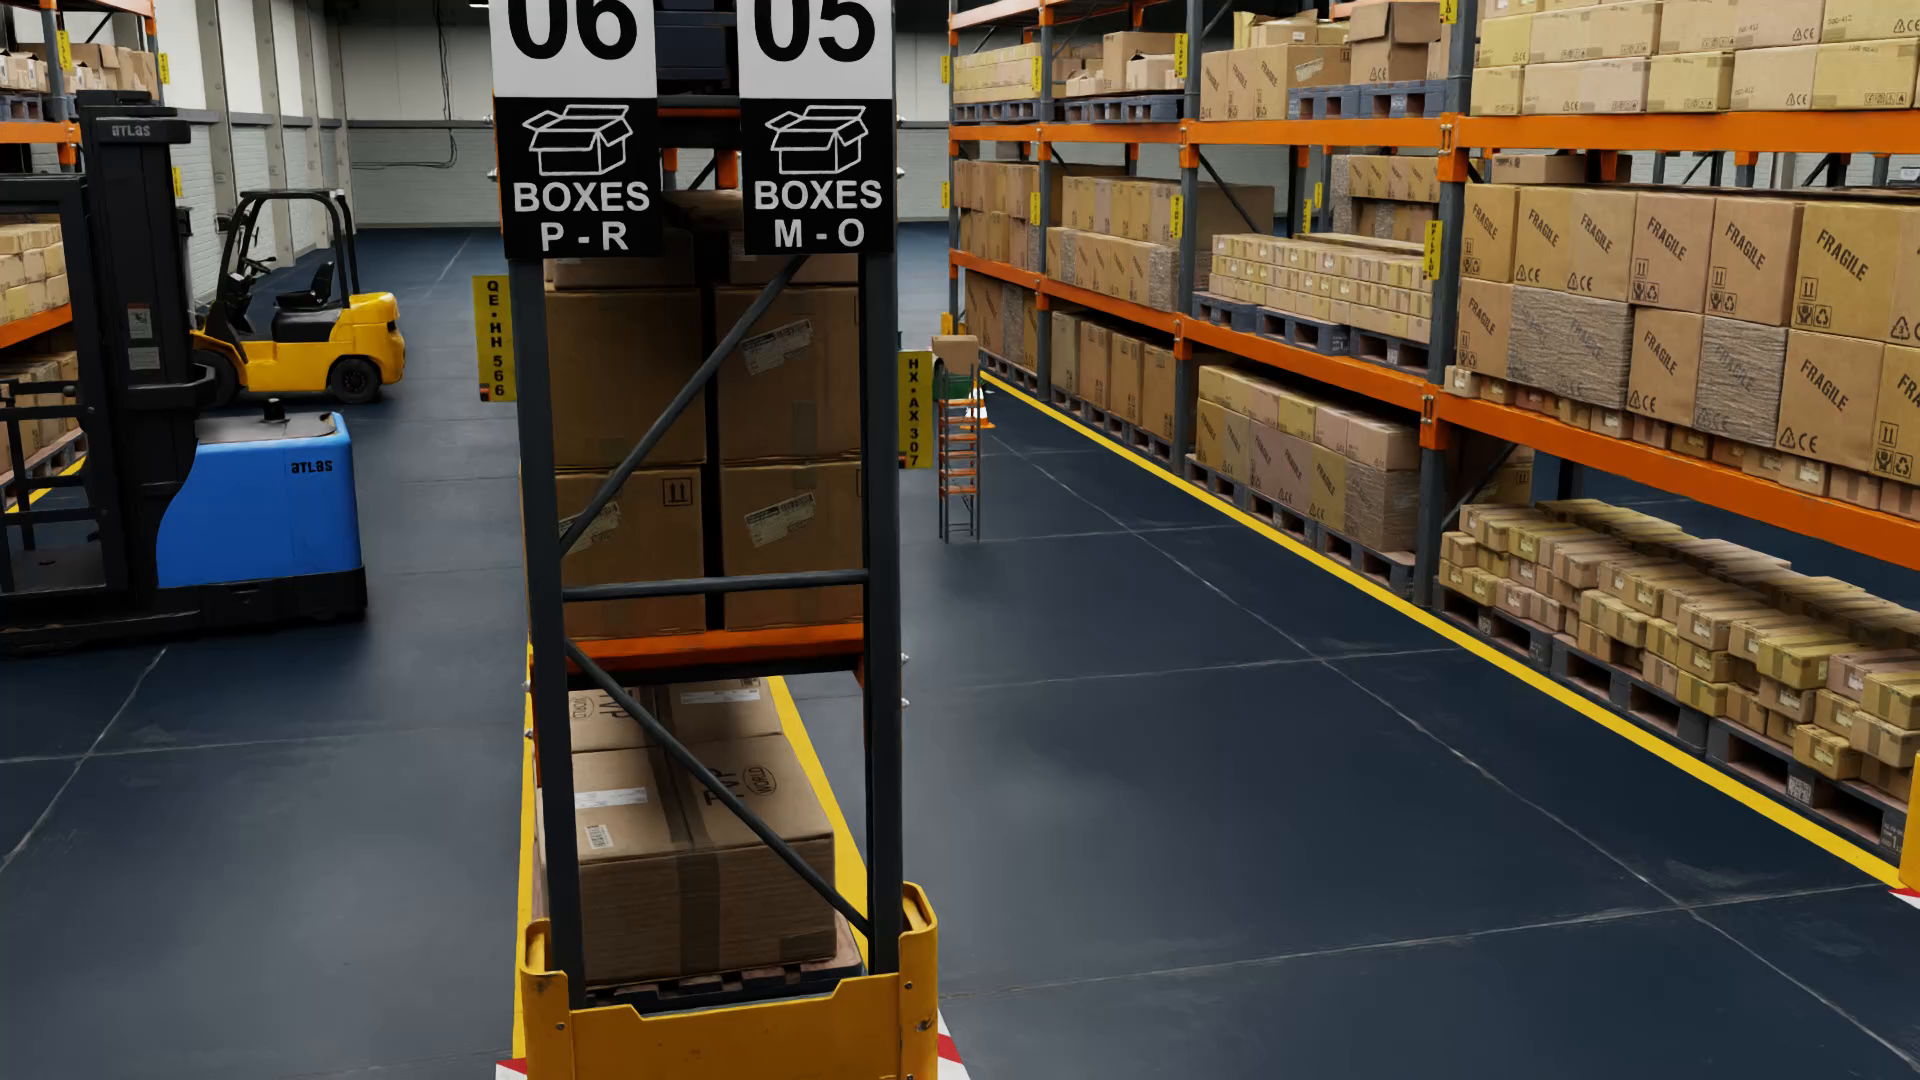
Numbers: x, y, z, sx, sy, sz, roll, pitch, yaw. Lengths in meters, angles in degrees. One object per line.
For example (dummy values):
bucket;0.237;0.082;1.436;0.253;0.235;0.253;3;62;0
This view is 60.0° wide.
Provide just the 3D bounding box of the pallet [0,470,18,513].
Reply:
pallet;-7.524;-0.274;12.106;1.003;0.211;1.213;-3;14;-13

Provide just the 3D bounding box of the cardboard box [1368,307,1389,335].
cardboard box;2.778;-1.371;10.363;0.380;0.149;0.250;-3;14;-13

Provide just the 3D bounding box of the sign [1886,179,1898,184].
sign;18.669;-7.190;33.346;0.001;0.109;0.331;-3;14;-13

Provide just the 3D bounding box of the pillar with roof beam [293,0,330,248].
pillar with roof beam;-11.412;-11.762;40.612;9.100;9.000;0.400;-3;14;-13

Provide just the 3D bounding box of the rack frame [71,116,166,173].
rack frame;-9.248;-3.282;18.542;1.000;3.000;0.127;-3;14;-13

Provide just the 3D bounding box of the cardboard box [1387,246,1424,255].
cardboard box;3.165;-1.939;11.433;0.380;0.149;0.250;-3;14;-11

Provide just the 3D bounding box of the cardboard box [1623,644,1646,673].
cardboard box;3.436;0.545;7.997;0.380;0.149;0.250;-3;14;-12

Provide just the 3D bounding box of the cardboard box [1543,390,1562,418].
cardboard box;3.235;-0.708;8.535;0.380;0.149;0.250;-4;14;-16

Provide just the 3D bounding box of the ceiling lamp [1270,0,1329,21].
ceiling lamp;9.699;-16.330;47.008;2.000;3.185;0.800;-3;14;-13

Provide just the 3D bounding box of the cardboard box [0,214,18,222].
cardboard box;-8.677;-2.925;14.874;0.380;0.149;0.250;-3;14;-13

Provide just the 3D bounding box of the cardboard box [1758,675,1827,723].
cardboard box;3.597;0.643;6.972;0.380;0.149;0.250;-4;14;-15

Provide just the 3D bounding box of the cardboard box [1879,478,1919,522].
cardboard box;3.748;-0.165;6.312;0.380;0.149;0.250;-3;14;-13

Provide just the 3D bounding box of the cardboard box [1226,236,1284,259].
cardboard box;2.229;-2.205;12.525;0.380;0.149;0.250;-4;14;-15

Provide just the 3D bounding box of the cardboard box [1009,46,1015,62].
cardboard box;0.732;-5.152;17.628;0.380;0.149;0.250;-3;14;-12

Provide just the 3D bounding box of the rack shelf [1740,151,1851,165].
rack shelf;7.558;-2.913;12.226;1.077;0.370;4.000;-3;14;-13

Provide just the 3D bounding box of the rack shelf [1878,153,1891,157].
rack shelf;11.433;-4.112;17.133;1.077;0.370;4.000;-3;14;-13

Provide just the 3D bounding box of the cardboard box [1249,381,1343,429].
cardboard box;2.392;-0.963;11.851;0.500;0.250;0.500;-3;14;-13

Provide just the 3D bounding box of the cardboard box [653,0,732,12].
cardboard box;-0.859;-1.605;4.575;0.500;0.250;0.500;-5;14;-18

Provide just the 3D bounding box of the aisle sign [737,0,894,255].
aisle sign;-0.367;-1.131;4.260;0.394;0.787;0.004;-3;14;-13

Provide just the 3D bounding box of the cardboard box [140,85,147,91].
cardboard box;-8.758;-4.696;17.441;0.380;0.149;0.250;-4;14;-15

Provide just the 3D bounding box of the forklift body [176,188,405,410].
forklift body;-7.029;-2.534;17.269;2.313;2.155;1.214;-3;14;-13

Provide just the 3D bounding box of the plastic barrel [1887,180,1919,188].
plastic barrel;10.759;-3.603;18.799;0.600;0.901;0.708;-3;14;-13

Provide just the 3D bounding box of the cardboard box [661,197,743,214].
cardboard box;-1.048;-1.350;6.947;0.380;0.149;0.250;-3;14;-14

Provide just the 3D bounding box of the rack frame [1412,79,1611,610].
rack frame;3.182;-1.091;9.572;1.000;3.000;0.127;-3;14;-13

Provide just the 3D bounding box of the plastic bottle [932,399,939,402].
plastic bottle;-0.228;-1.489;17.391;0.133;0.061;0.283;-13;19;-42

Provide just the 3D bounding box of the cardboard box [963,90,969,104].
cardboard box;0.252;-5.233;19.641;0.380;0.149;0.250;-3;14;-13

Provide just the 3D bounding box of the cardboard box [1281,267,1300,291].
cardboard box;2.465;-1.820;11.576;0.380;0.149;0.250;-3;14;-14

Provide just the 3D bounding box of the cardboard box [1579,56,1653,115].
cardboard box;3.264;-2.117;7.769;0.500;0.250;0.500;-3;14;-11

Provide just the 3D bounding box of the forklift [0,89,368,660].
forklift;-4.972;-0.931;9.063;3.031;2.935;1.130;-6;15;-22

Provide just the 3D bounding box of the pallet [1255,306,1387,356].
pallet;2.748;-1.466;11.512;1.003;0.211;1.213;-3;14;-13

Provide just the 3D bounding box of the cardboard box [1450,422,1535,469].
cardboard box;3.266;-0.630;10.488;0.500;0.250;0.500;-4;14;-16

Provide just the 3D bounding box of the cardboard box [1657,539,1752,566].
cardboard box;3.821;0.104;8.550;0.380;0.149;0.250;-4;14;-16

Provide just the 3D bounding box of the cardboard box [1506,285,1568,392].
cardboard box;3.177;-1.042;8.534;0.500;0.500;0.500;-3;14;-13

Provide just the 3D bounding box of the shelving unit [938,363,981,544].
shelving unit;-0.003;-0.586;11.298;0.258;1.200;0.189;-3;14;-13

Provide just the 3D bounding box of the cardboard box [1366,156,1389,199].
cardboard box;5.303;-4.418;20.246;0.500;0.500;0.500;-3;14;-13

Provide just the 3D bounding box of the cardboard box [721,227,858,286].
cardboard box;-0.480;-0.816;4.761;0.380;0.149;0.250;-3;14;-12

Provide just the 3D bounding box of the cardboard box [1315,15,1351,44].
cardboard box;2.725;-3.695;12.087;0.396;0.266;0.258;-3;14;-13

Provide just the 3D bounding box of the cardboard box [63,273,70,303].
cardboard box;-7.936;-2.185;14.367;0.500;0.250;0.500;-3;14;-12

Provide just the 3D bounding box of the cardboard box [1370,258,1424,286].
cardboard box;2.776;-1.665;10.314;0.380;0.149;0.250;-4;14;-15

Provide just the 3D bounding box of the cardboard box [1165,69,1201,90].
cardboard box;1.888;-3.736;13.474;0.380;0.166;0.250;-3;14;-13

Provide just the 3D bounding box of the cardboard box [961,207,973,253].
cardboard box;0.495;-3.849;20.545;0.875;0.550;0.550;-3;14;-13

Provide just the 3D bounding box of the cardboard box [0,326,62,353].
cardboard box;-8.612;-1.816;15.344;0.500;0.250;0.500;-3;14;-12

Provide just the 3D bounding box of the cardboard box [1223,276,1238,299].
cardboard box;2.215;-1.919;12.607;0.380;0.149;0.250;-3;14;-10

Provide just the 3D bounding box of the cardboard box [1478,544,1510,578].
cardboard box;3.103;0.100;9.191;0.380;0.149;0.250;-3;14;-13

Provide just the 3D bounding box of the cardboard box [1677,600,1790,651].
cardboard box;3.447;0.380;7.421;0.380;0.149;0.250;-3;14;-11

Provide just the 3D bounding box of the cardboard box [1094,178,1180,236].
cardboard box;1.667;-3.121;15.566;0.700;0.500;0.500;-3;14;-13

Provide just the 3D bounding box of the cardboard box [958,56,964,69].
cardboard box;0.191;-5.682;19.796;0.380;0.149;0.250;-3;14;-13

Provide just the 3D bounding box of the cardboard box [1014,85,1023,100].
cardboard box;0.786;-4.708;17.491;0.380;0.149;0.250;-3;14;-12

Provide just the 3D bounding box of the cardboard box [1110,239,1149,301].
cardboard box;1.643;-2.382;14.645;0.500;0.500;0.500;-4;14;-14

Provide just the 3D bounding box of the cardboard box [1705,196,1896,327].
cardboard box;3.523;-1.175;6.972;0.500;0.500;0.500;-3;14;-10

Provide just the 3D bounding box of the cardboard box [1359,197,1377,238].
cardboard box;5.546;-4.068;20.922;0.875;0.500;0.500;-3;14;-13

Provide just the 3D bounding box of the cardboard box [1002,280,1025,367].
cardboard box;1.008;-2.465;18.789;0.875;0.875;0.875;-3;14;-13

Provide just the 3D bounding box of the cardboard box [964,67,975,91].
cardboard box;0.348;-5.398;19.475;0.500;0.250;0.500;-3;14;-14

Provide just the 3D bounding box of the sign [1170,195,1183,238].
sign;1.704;-2.544;13.082;0.100;0.325;0.005;-3;14;-13

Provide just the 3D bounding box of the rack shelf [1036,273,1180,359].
rack shelf;1.773;-2.126;15.323;1.077;0.370;4.000;-3;14;-13

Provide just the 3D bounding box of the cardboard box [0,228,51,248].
cardboard box;-7.737;-2.486;13.704;0.380;0.149;0.250;-4;14;-15

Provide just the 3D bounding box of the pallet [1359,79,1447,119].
pallet;3.141;-2.605;9.846;1.213;0.211;1.003;-3;14;-13

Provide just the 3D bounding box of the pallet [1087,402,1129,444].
pallet;1.848;-1.126;15.591;1.003;0.211;1.213;-3;14;-13
